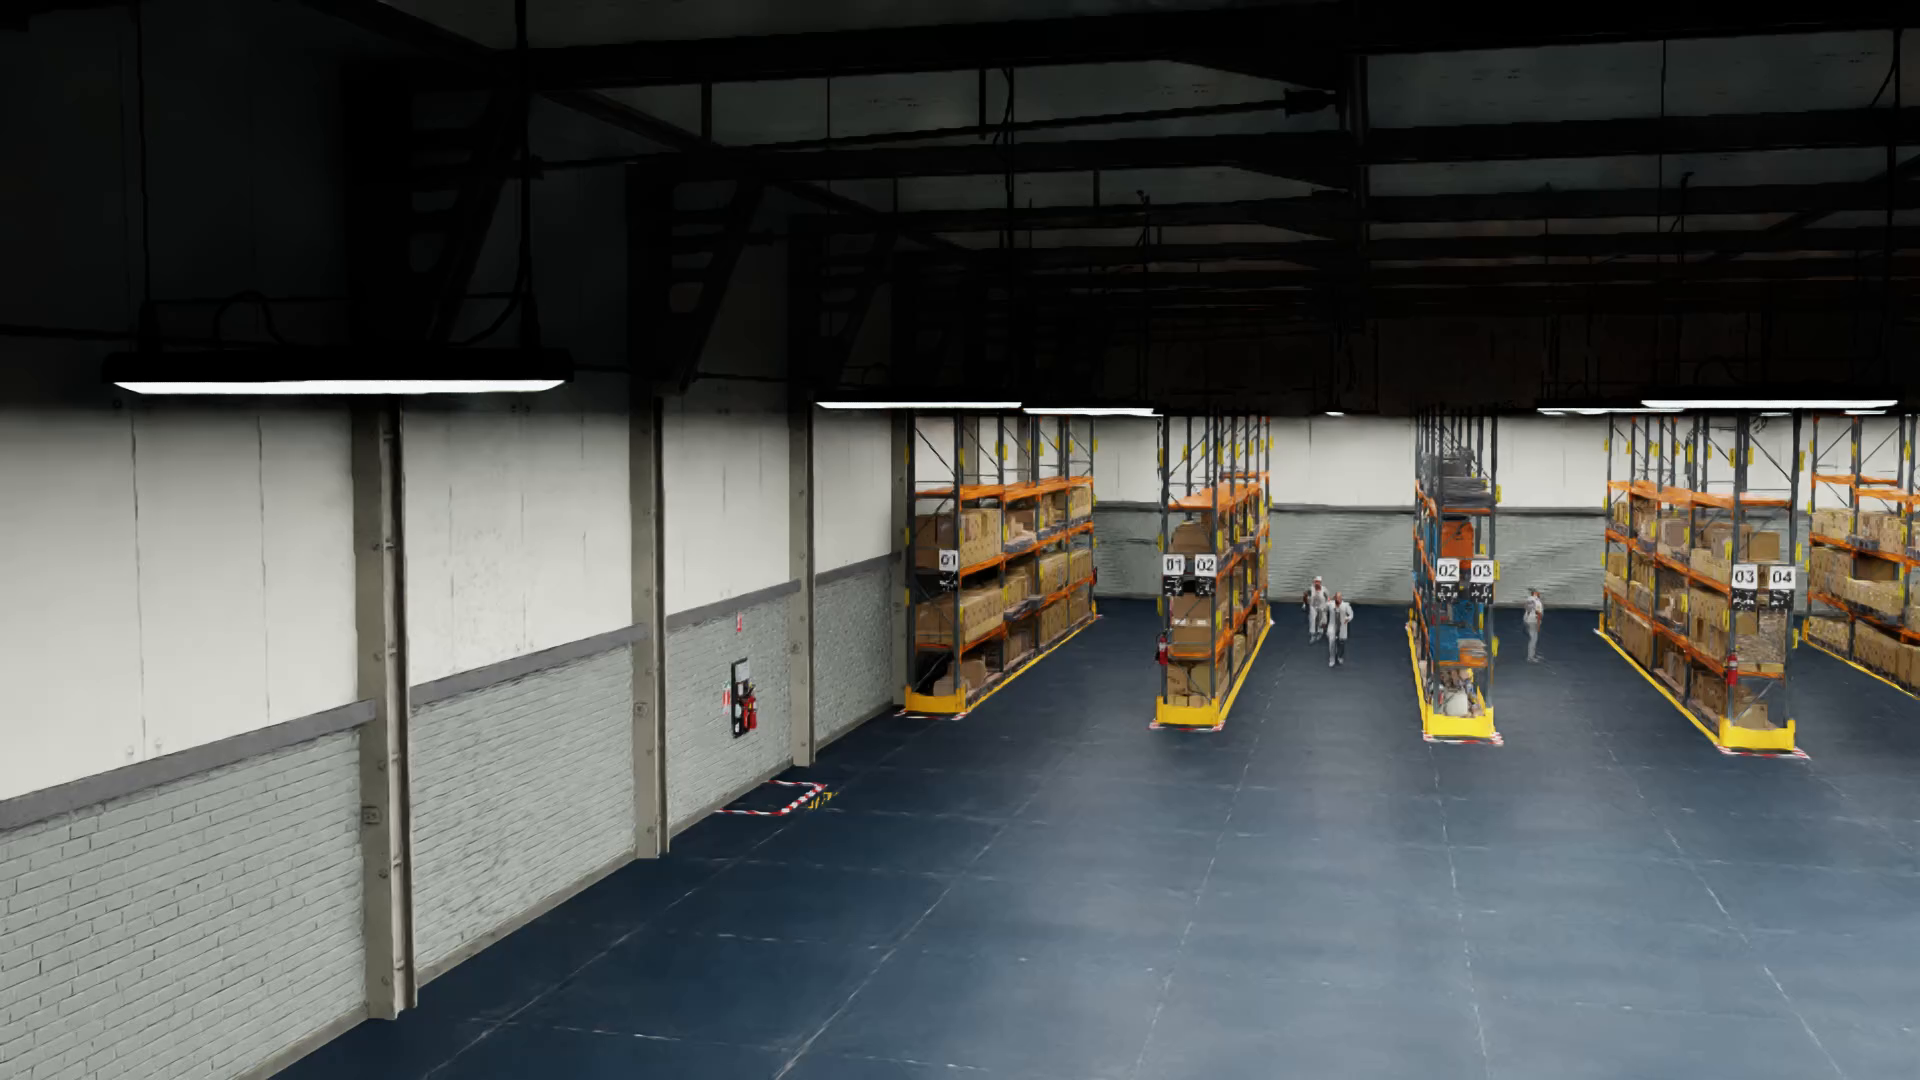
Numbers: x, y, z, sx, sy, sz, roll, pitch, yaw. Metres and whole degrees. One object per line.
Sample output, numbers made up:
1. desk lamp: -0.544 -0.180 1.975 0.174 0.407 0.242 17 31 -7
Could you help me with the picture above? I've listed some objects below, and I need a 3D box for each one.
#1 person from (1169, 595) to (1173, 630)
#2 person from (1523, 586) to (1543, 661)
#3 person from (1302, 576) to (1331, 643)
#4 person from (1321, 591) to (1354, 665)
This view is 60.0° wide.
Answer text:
1. person: 5.894 1.621 45.347 0.603 1.602 0.795 1 4 9
2. person: 13.634 1.962 39.416 0.537 1.763 0.723 0 4 -7
3. person: 9.136 1.758 42.601 0.703 1.722 0.841 1 4 9
4. person: 8.805 2.038 38.820 0.721 1.709 0.928 1 4 11
